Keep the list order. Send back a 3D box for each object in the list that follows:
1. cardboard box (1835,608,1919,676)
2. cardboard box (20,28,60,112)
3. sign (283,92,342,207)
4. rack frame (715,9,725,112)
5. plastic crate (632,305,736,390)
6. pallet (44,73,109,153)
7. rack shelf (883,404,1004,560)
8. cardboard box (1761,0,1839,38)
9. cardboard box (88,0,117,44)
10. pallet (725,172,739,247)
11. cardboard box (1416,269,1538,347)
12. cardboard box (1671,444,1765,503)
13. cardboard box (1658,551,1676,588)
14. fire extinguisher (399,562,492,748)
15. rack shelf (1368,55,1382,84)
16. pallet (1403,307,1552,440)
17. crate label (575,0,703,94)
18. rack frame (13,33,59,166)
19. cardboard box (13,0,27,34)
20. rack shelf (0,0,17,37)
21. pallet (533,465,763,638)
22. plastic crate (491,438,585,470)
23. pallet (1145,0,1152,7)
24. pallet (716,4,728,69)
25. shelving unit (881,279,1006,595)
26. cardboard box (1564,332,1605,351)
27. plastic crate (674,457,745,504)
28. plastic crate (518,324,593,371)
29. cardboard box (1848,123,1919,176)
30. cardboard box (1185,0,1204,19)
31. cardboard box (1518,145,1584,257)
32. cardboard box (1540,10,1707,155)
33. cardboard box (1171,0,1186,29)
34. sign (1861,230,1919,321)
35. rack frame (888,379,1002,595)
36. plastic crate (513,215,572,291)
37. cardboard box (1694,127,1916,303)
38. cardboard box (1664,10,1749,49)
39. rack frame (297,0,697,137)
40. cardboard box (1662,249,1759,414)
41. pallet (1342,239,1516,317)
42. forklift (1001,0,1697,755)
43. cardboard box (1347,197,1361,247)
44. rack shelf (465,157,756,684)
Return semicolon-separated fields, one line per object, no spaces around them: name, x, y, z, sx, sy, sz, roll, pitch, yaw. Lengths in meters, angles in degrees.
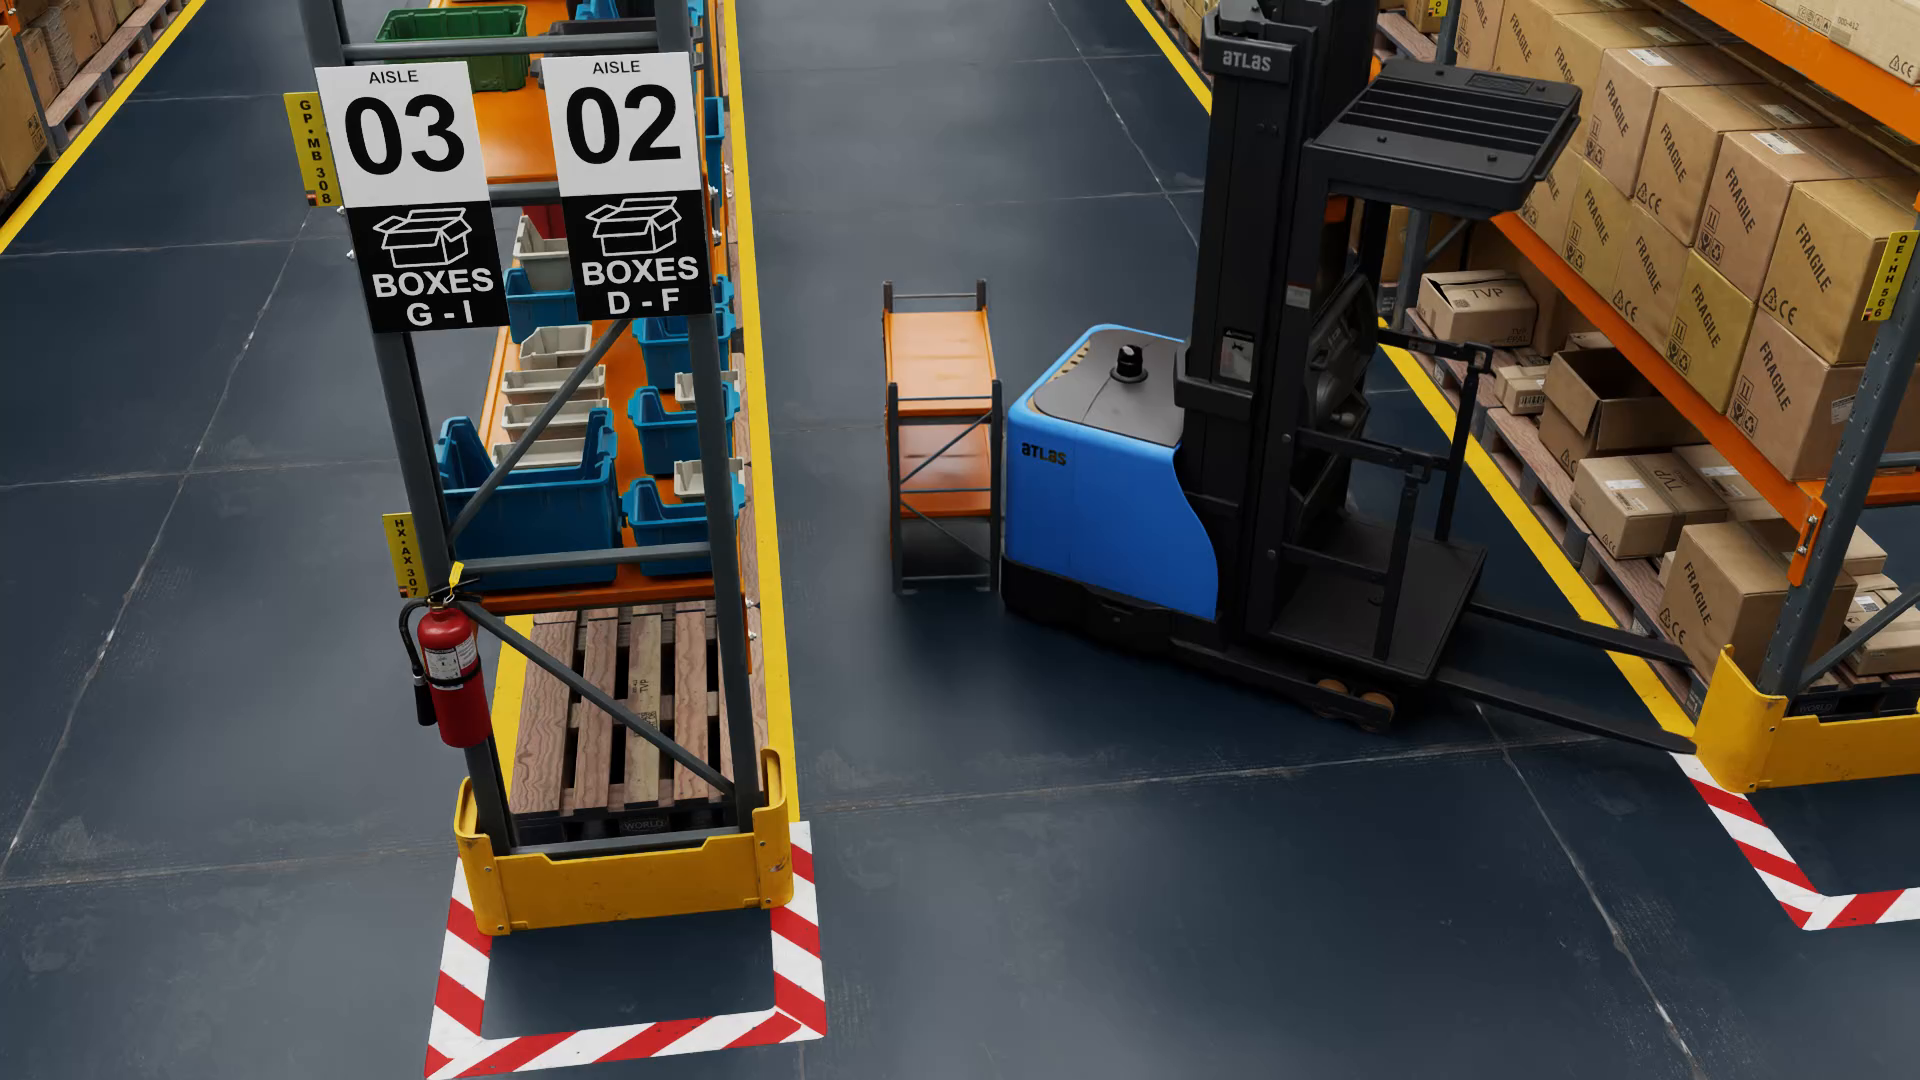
cardboard box;3.954;0.432;7.093;0.380;0.149;0.250;-4;35;-6
cardboard box;-7.333;-3.542;12.612;0.700;0.500;0.500;-6;35;-9
sign;-1.782;-1.077;4.596;0.100;0.325;0.005;-4;35;-6
rack frame;-2.315;-4.396;12.036;1.000;3.000;0.127;-4;35;-6
plastic crate;-1.123;-0.784;6.833;0.416;0.233;0.300;-4;35;-6
pallet;-7.327;-3.304;12.911;1.003;0.211;1.213;-4;35;-6
rack shelf;-0.094;-0.307;8.136;0.538;0.278;1.000;-2;34;-3
cardboard box;3.283;-2.029;6.033;0.500;0.250;0.500;-4;35;-6
cardboard box;-7.579;-4.477;13.986;0.700;0.500;0.500;-7;35;-10
pallet;-2.007;-2.127;11.184;1.003;0.211;1.213;-4;35;-6
cardboard box;2.974;-1.357;9.574;0.500;0.311;0.500;-4;35;-6
cardboard box;3.743;-0.233;7.979;0.500;0.250;0.500;-4;35;-6
cardboard box;3.387;0.167;7.467;0.380;0.166;0.250;-4;35;-6
fire extinguisher;-1.669;0.373;5.438;0.296;0.674;0.183;-4;35;-6
rack shelf;2.863;-3.355;11.149;1.077;0.370;4.000;-4;35;-6
pallet;3.223;-1.001;9.531;1.003;0.211;1.213;-4;35;-6
crate label;-1.043;-1.649;5.474;0.408;0.251;0.502;-4;35;-6
rack frame;-7.223;-4.020;11.486;1.000;3.000;0.127;-4;35;-6
cardboard box;-7.343;-3.851;12.400;0.500;0.250;0.500;-3;34;-4
rack shelf;-6.954;-2.607;10.051;1.077;0.370;4.000;-4;35;-6
pallet;-1.472;0.079;7.947;1.003;0.211;1.213;-4;35;-6
plastic crate;-1.528;-0.289;6.191;0.396;0.136;0.243;-4;35;-6
pallet;2.194;-5.440;16.046;1.003;0.211;1.213;-4;35;-6
pallet;-2.542;-4.358;14.457;1.003;0.211;1.213;-4;35;-6
shelving unit;-0.094;-0.509;7.998;0.538;1.125;1.048;-2;34;-3
cardboard box;3.599;-1.039;9.252;0.380;0.149;0.250;-4;35;-6
plastic crate;-0.907;-0.195;6.054;0.250;0.136;0.298;-4;35;-6
plastic crate;-1.673;-0.769;6.895;0.298;0.136;0.250;-4;35;-6
cardboard box;3.794;-1.318;6.543;0.500;0.500;0.500;-4;34;-6
cardboard box;2.203;-4.601;13.908;0.500;0.311;0.500;-5;35;-7
cardboard box;3.067;-1.708;8.004;0.500;0.500;0.500;-5;35;-7
cardboard box;3.055;-2.132;7.738;0.500;0.500;0.500;-5;35;-8
cardboard box;2.144;-4.649;14.477;0.500;0.250;0.500;-4;34;-5
sign;3.117;-0.883;5.573;0.100;0.325;0.005;-4;35;-6
rack frame;-0.065;-0.223;7.578;0.500;1.125;0.032;-2;34;-3
plastic crate;-1.754;-1.273;7.507;0.437;0.282;0.530;-4;35;-6
cardboard box;3.269;-1.268;6.471;0.500;0.500;0.500;-3;34;-5
cardboard box;3.596;-2.162;7.782;0.500;0.500;0.500;-4;34;-6
rack frame;-1.239;-2.410;3.796;1.000;3.000;0.127;-4;35;-6
cardboard box;3.267;-0.864;6.766;0.500;0.500;0.500;-4;34;-6
pallet;2.985;-1.835;10.756;1.003;0.211;1.213;-4;35;-6
forklift;1.737;-0.740;6.733;3.031;2.935;1.130;16;38;23
cardboard box;2.723;-2.216;10.667;0.500;0.500;0.500;-4;35;-6
rack shelf;-1.508;-0.750;7.326;1.077;0.370;4.000;-4;35;-6
